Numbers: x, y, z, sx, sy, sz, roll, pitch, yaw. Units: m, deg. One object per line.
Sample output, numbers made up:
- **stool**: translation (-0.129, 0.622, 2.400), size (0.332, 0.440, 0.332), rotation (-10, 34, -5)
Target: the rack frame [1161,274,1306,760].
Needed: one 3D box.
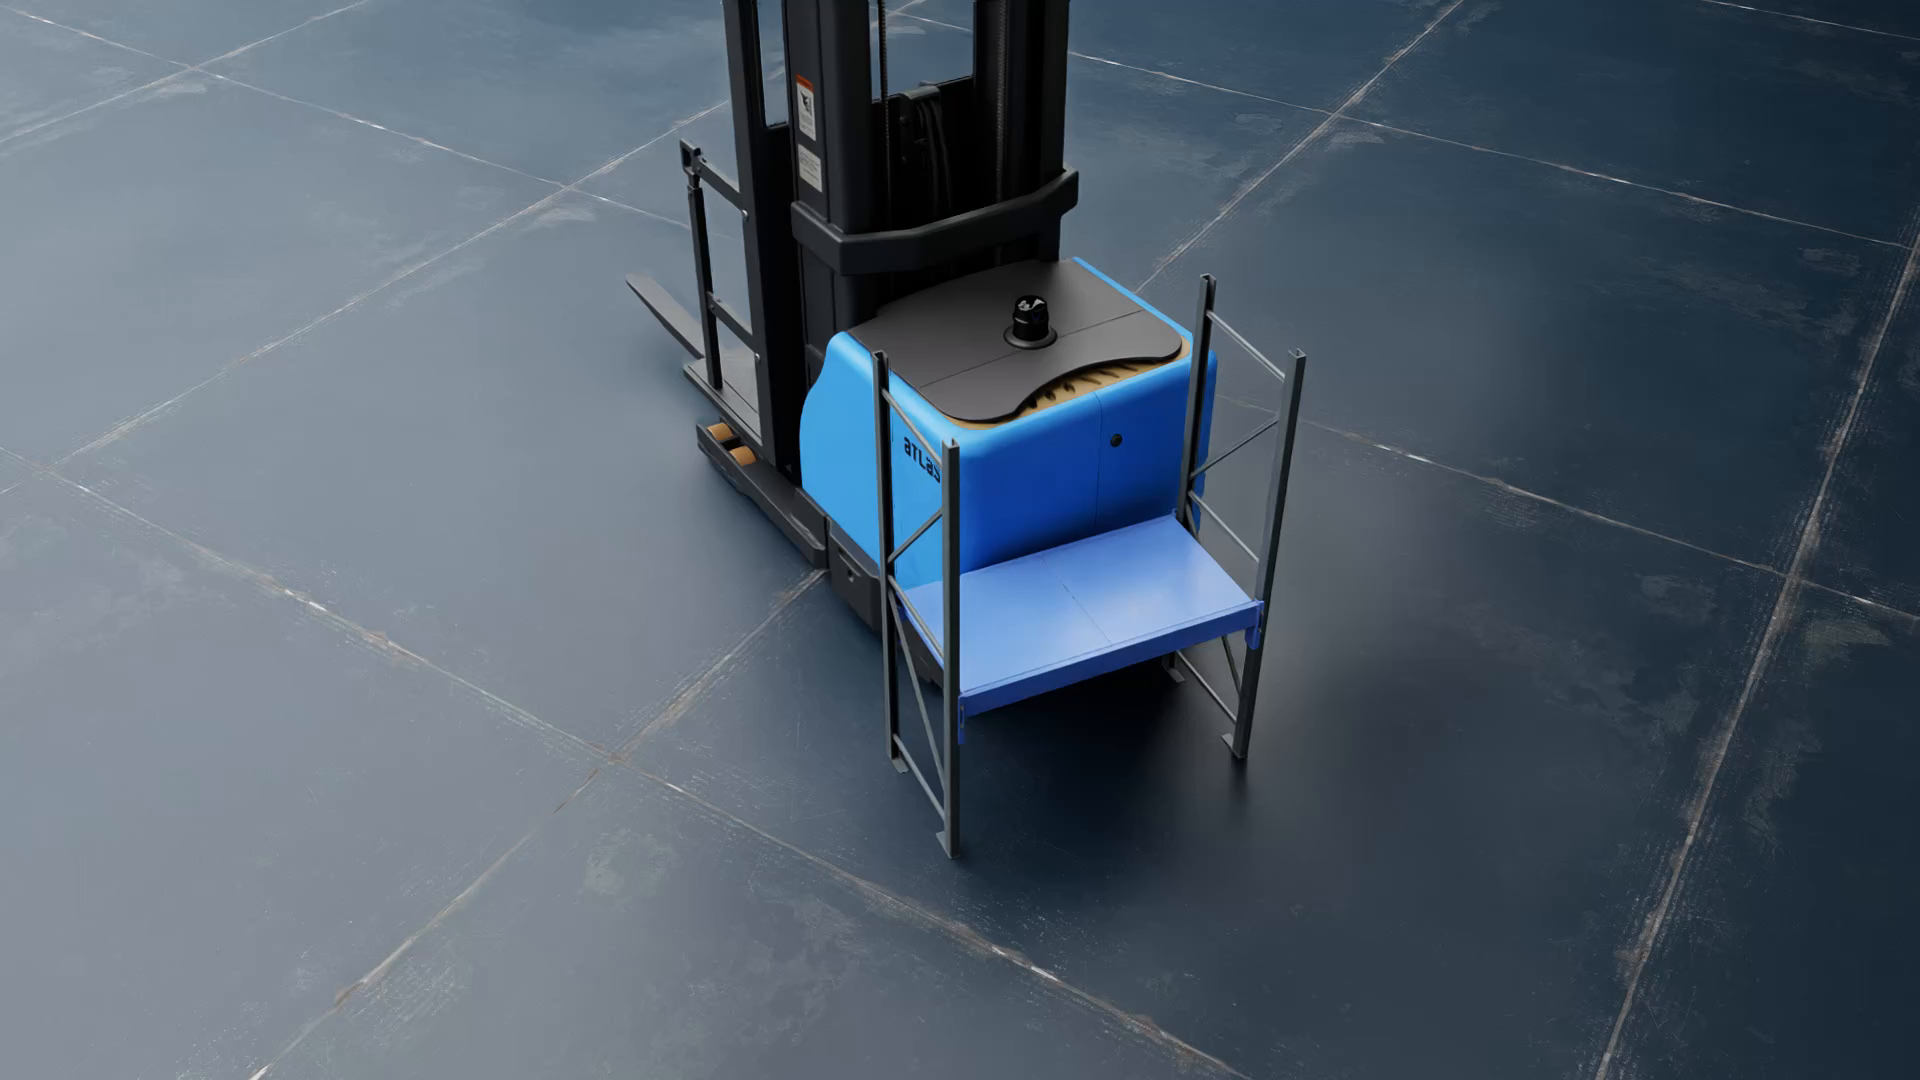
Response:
- **rack frame**: translation (0.806, -0.032, 5.063), size (0.032, 1.500, 0.500), rotation (-16, 40, -19)

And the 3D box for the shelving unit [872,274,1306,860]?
- **shelving unit**: translation (0.344, 0.098, 4.895), size (1.048, 1.500, 0.538), rotation (-16, 40, -19)

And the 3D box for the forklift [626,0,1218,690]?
- **forklift**: translation (-0.386, -1.503, 5.799), size (1.130, 2.935, 3.031), rotation (-22, 43, -26)

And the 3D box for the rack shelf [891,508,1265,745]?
- **rack shelf**: translation (0.344, 0.240, 5.005), size (1.000, 0.185, 0.538), rotation (-16, 40, -19)

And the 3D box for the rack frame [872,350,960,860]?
- **rack frame**: translation (-0.118, 0.227, 4.727), size (0.032, 1.500, 0.500), rotation (-16, 40, -19)
